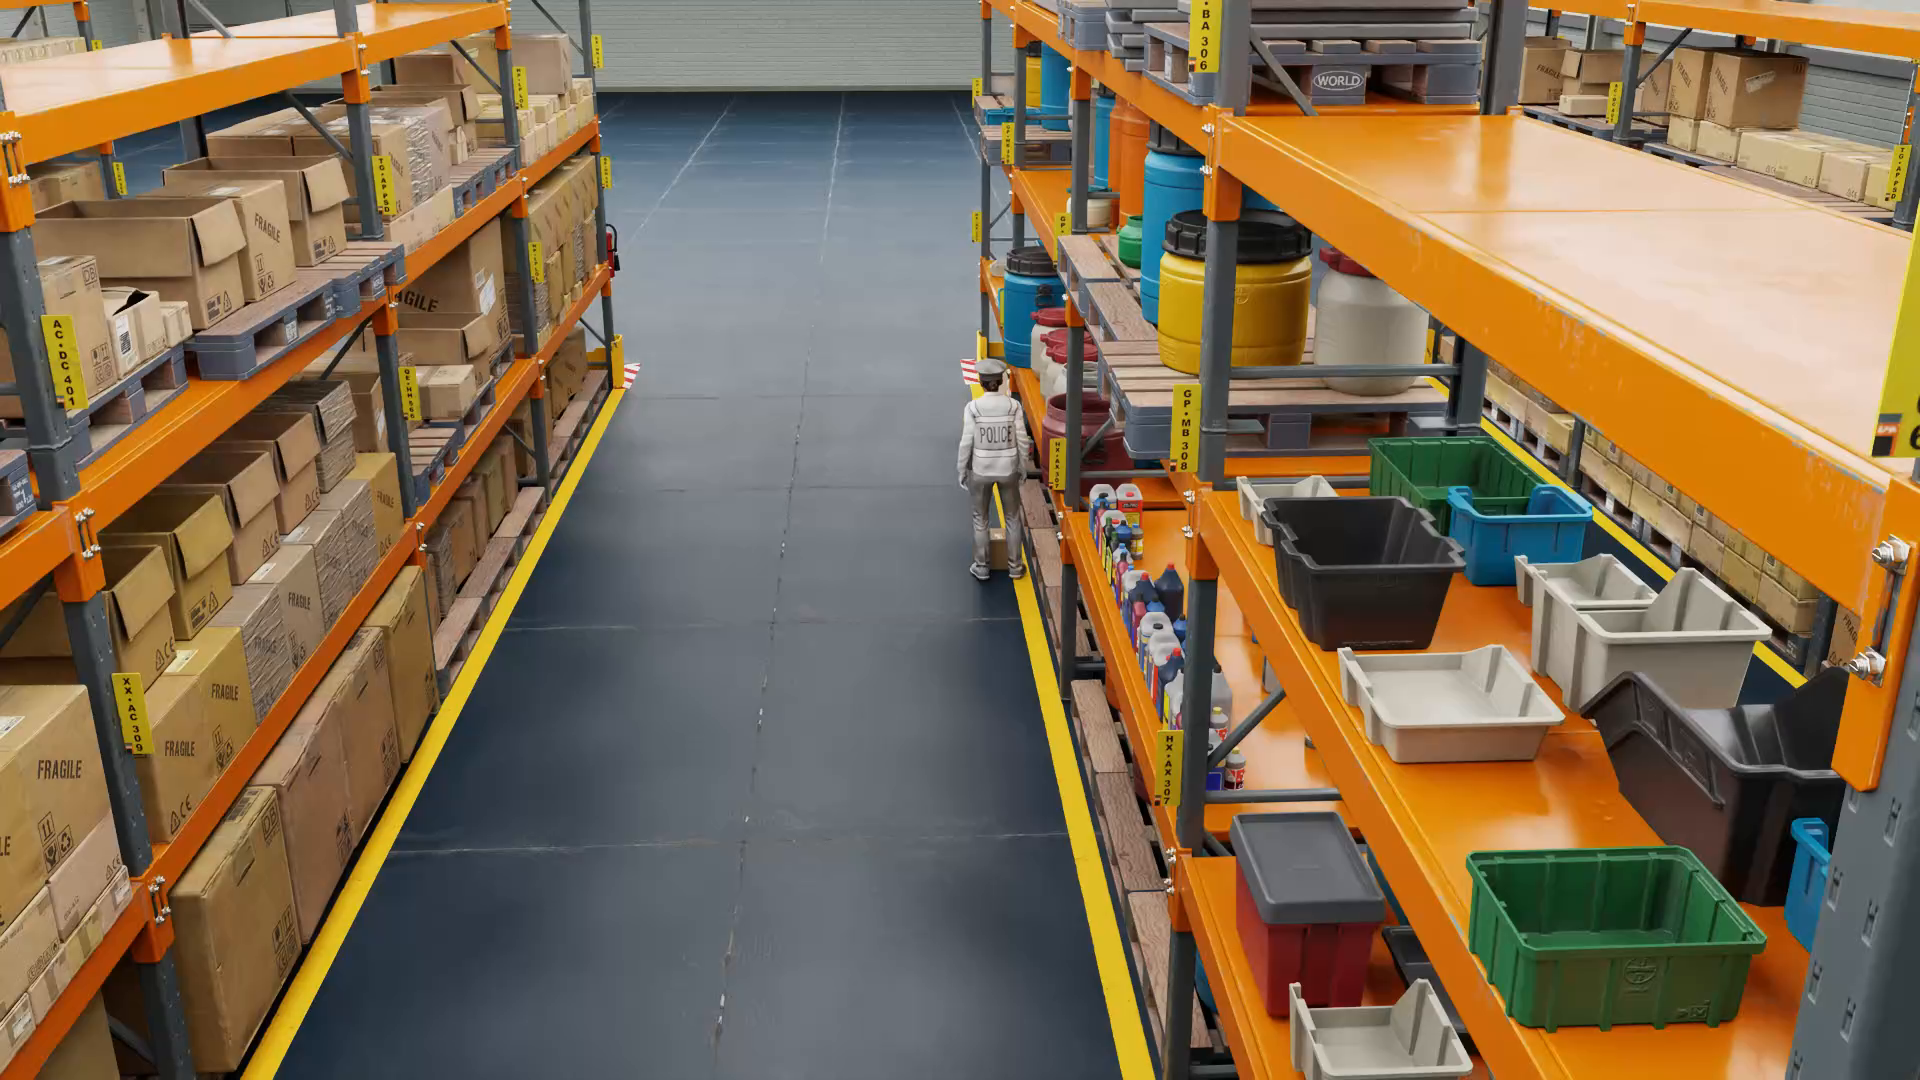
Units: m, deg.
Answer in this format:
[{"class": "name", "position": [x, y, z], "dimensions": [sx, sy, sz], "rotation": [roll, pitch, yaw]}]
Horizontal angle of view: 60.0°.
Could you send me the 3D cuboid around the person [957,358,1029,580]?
[{"class": "person", "position": [0.252, -0.508, 12.425], "dimensions": [0.547, 1.667, 0.370], "rotation": [-2, 21, -6]}]
